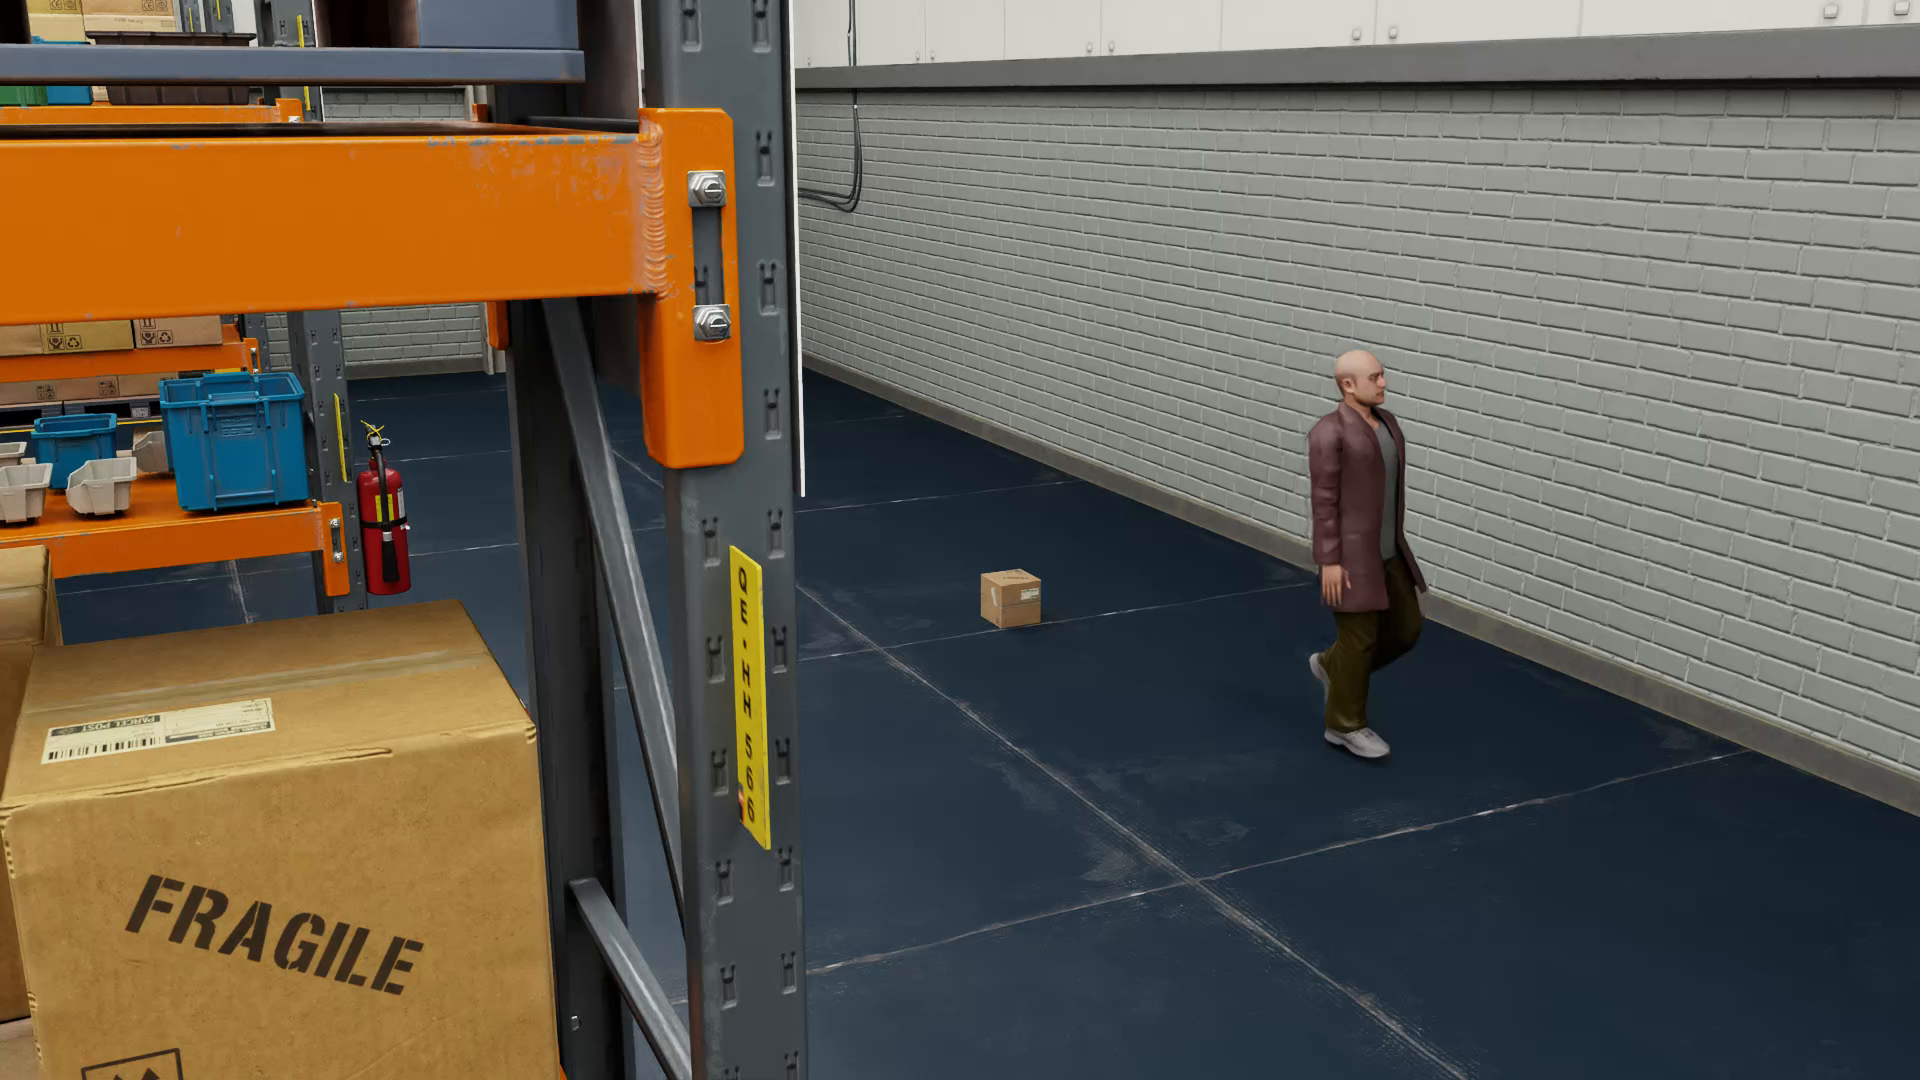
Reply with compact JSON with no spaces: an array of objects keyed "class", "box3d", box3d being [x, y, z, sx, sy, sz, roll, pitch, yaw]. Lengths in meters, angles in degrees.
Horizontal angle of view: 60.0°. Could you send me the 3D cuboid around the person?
[{"class":"person","box3d":[1.736,0.149,7.300,0.596,1.554,0.584,-12,19,-37]}]
